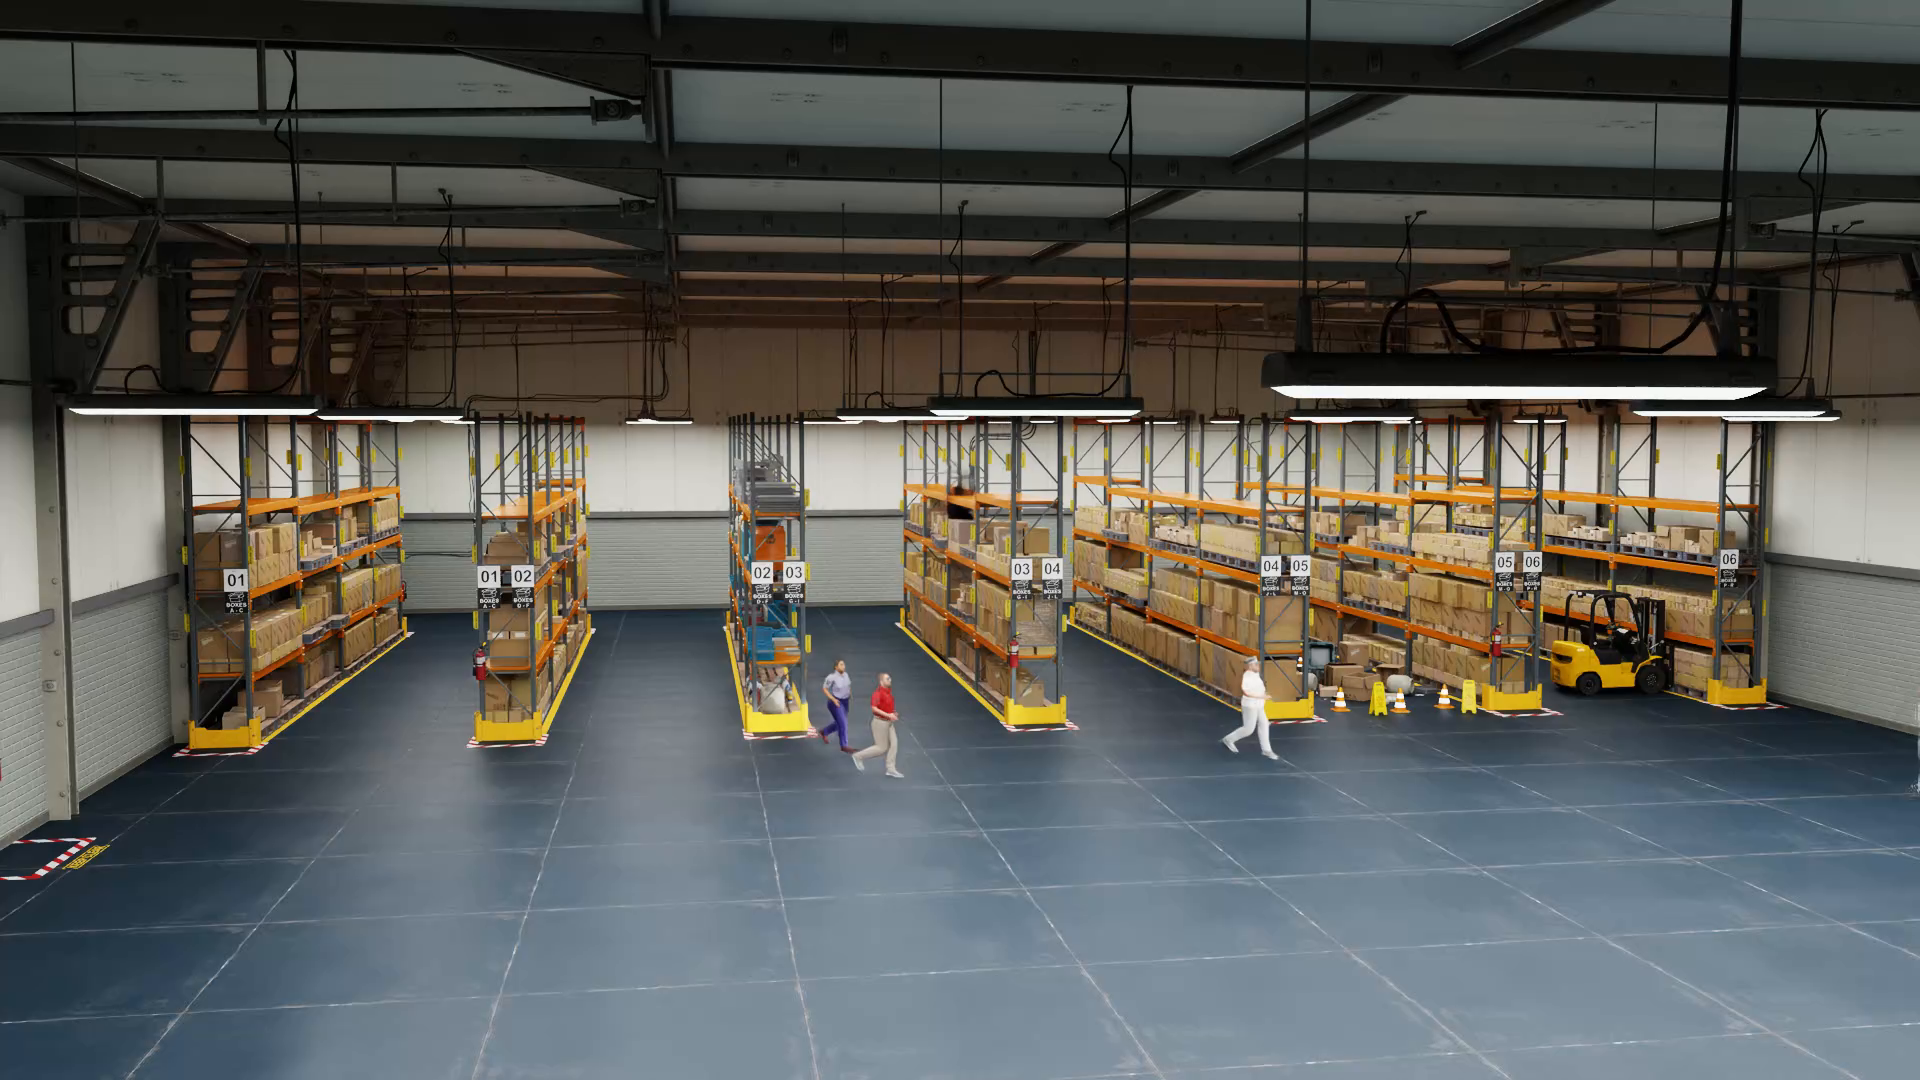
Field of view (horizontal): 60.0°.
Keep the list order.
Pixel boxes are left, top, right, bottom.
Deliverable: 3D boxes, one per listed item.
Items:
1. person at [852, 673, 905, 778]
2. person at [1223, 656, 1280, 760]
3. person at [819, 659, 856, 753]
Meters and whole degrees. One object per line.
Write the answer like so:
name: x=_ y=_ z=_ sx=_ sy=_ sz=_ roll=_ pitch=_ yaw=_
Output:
person: x=-1.311 y=3.029 z=27.233 sx=0.844 sy=1.719 sz=0.670 roll=1 pitch=4 yaw=15
person: x=5.047 y=2.884 z=28.753 sx=0.980 sy=1.794 sz=0.674 roll=2 pitch=4 yaw=27
person: x=-2.166 y=2.901 z=29.306 sx=0.802 sy=1.635 sz=0.603 roll=3 pitch=5 yaw=34
